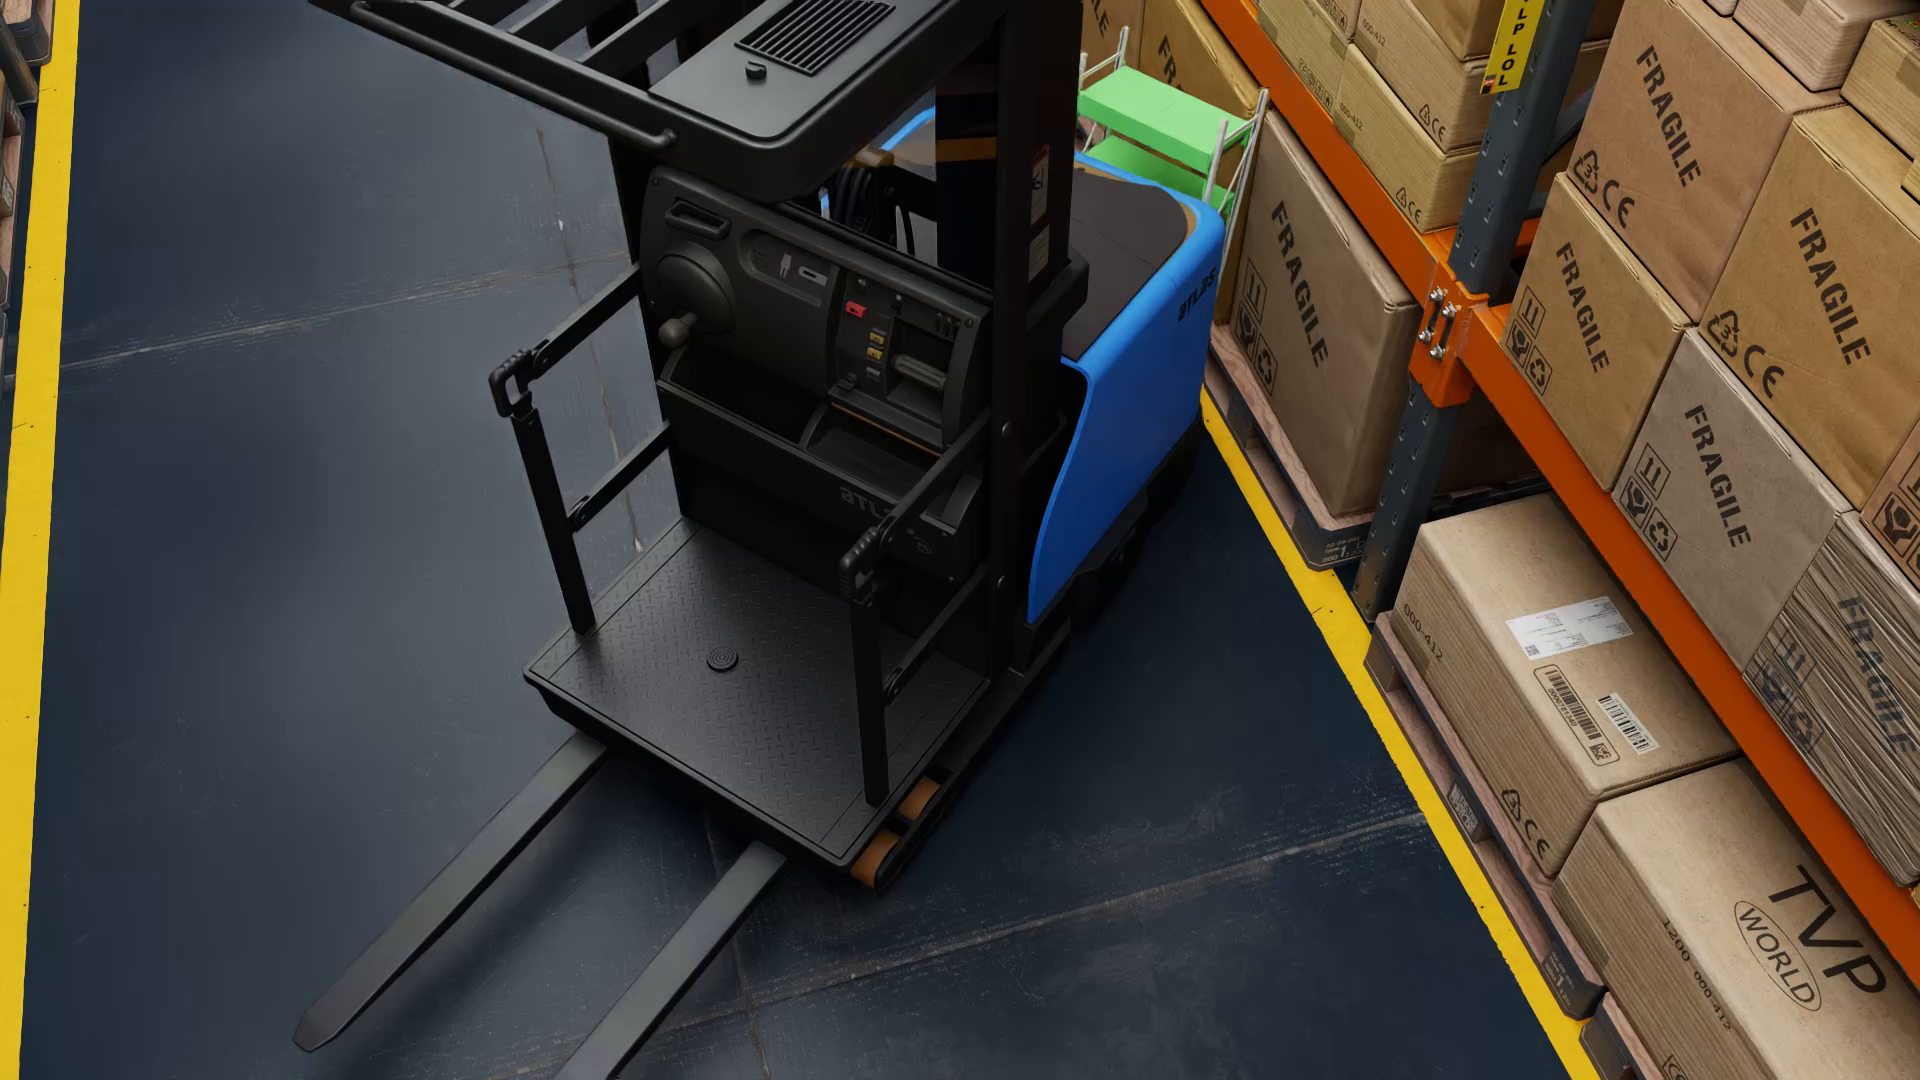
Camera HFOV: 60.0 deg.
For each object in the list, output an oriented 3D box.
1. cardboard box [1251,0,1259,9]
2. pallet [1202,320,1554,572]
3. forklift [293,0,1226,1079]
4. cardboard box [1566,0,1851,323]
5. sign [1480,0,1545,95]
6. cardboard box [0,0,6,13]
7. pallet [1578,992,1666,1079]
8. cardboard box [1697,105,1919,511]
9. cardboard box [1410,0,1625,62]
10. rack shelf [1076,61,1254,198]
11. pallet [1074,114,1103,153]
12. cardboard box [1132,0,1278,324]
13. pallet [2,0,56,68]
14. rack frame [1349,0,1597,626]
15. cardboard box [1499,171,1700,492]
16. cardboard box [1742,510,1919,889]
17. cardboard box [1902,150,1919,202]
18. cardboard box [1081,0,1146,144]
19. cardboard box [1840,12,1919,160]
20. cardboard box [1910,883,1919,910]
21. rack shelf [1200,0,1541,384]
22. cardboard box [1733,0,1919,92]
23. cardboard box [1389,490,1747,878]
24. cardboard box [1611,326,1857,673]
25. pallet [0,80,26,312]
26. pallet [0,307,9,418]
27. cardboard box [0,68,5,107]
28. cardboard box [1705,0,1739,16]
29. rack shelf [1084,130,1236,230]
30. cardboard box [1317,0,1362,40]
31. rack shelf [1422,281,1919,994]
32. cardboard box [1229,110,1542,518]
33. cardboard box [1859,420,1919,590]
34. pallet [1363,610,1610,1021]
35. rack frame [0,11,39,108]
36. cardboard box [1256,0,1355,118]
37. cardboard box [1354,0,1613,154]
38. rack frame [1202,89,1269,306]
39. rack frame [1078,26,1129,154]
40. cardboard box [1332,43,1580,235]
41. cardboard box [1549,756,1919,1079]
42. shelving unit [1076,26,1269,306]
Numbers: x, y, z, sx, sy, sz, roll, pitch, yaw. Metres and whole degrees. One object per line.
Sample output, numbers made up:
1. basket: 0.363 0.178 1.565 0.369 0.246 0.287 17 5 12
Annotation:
1. cardboard box: 1.038 -1.832 4.931 0.500 0.250 0.500 -15 51 -12
2. pallet: 1.392 -0.512 5.544 1.003 0.211 1.213 -13 51 -11
3. forklift: -0.476 -0.435 3.700 1.130 2.935 3.031 27 55 21
4. cardboard box: 1.601 -0.817 3.257 0.500 0.500 0.500 -13 51 -11
5. sign: 1.177 -1.083 3.495 0.100 0.325 0.005 -13 51 -11
6. cardboard box: -4.403 -2.490 6.665 0.875 0.625 0.625 -12 51 -10
7. pallet: 2.207 1.500 3.848 1.003 0.211 1.213 -13 51 -11
8. cardboard box: 1.745 -0.446 2.945 0.500 0.500 0.500 -14 51 -11
9. cardboard box: 1.320 -1.489 3.824 0.500 0.500 0.500 -12 51 -10
10. rack shelf: 0.600 -1.223 4.933 0.480 0.148 0.258 32 49 23
11. pallet: 1.027 -1.405 6.296 1.003 0.211 1.213 -13 51 -11
12. cardboard box: 1.158 -1.408 5.590 0.875 0.875 0.875 -12 51 -10
13. pallet: -4.438 -2.372 7.112 1.003 0.211 1.213 -13 51 -11
14. rack frame: 1.692 -0.865 4.017 1.000 3.000 0.127 -13 51 -11
15. cardboard box: 1.581 -0.495 3.640 0.500 0.500 0.500 -12 51 -10
16. cardboard box: 1.866 0.238 3.022 0.500 0.500 0.500 -13 51 -11
17. cardboard box: 1.759 -0.583 2.636 0.380 0.149 0.250 -14 51 -11
18. cardboard box: 0.894 -2.061 6.141 0.875 0.875 0.875 -13 51 -11
19. cardboard box: 1.744 -0.778 2.801 0.380 0.149 0.250 -14 51 -11
20. cardboard box: 2.019 0.614 2.705 0.500 0.500 0.500 -12 51 -10
21. rack shelf: 1.101 -2.094 5.524 1.077 0.370 4.000 -13 51 -11
22. cardboard box: 1.629 -0.955 2.950 0.380 0.149 0.250 -13 51 -10
23. cardboard box: 1.775 0.309 4.429 0.875 0.438 0.875 -14 51 -12
24. cardboard box: 1.726 -0.127 3.329 0.500 0.500 0.500 -13 51 -11
25. pallet: -4.047 -1.208 6.131 1.003 0.211 1.213 -13 51 -11
26. pallet: -3.690 -0.319 5.381 1.003 0.211 1.213 -13 51 -11
27. cardboard box: -3.901 -1.731 6.107 0.500 0.500 0.500 -12 51 -10
28. cardboard box: 1.537 -1.139 3.105 0.380 0.149 0.250 -14 51 -12
29. rack shelf: 0.577 -1.053 5.101 0.480 0.148 0.258 32 49 23
30. cardboard box: 1.174 -1.608 4.415 0.500 0.250 0.500 -12 51 -10
31. rack shelf: 2.283 0.828 3.061 1.077 0.370 4.000 -13 51 -11
32. cardboard box: 1.432 -0.750 5.035 0.875 0.875 0.875 -12 51 -10
33. cardboard box: 1.886 -0.070 2.627 0.500 0.500 0.500 -12 51 -10
34. pallet: 1.842 0.607 4.600 1.003 0.211 1.213 -13 51 -11
35. rack frame: -4.231 -2.661 5.531 1.000 3.000 0.127 -13 51 -11
36. cardboard box: 1.169 -1.459 4.616 0.500 0.250 0.500 -14 51 -11
37. cardboard box: 1.329 -1.244 4.108 0.500 0.250 0.500 -13 51 -11
38. rack frame: 0.751 -0.810 5.131 0.015 1.200 0.240 32 49 23
39. rack frame: 0.369 -1.048 5.319 0.015 1.200 0.240 32 49 23
40. cardboard box: 1.319 -1.087 4.303 0.500 0.250 0.500 -14 51 -12
41. cardboard box: 2.040 0.962 3.878 0.875 0.438 0.875 -15 51 -12
42. shelving unit: 0.560 -0.929 5.225 0.503 1.200 0.258 32 49 23
